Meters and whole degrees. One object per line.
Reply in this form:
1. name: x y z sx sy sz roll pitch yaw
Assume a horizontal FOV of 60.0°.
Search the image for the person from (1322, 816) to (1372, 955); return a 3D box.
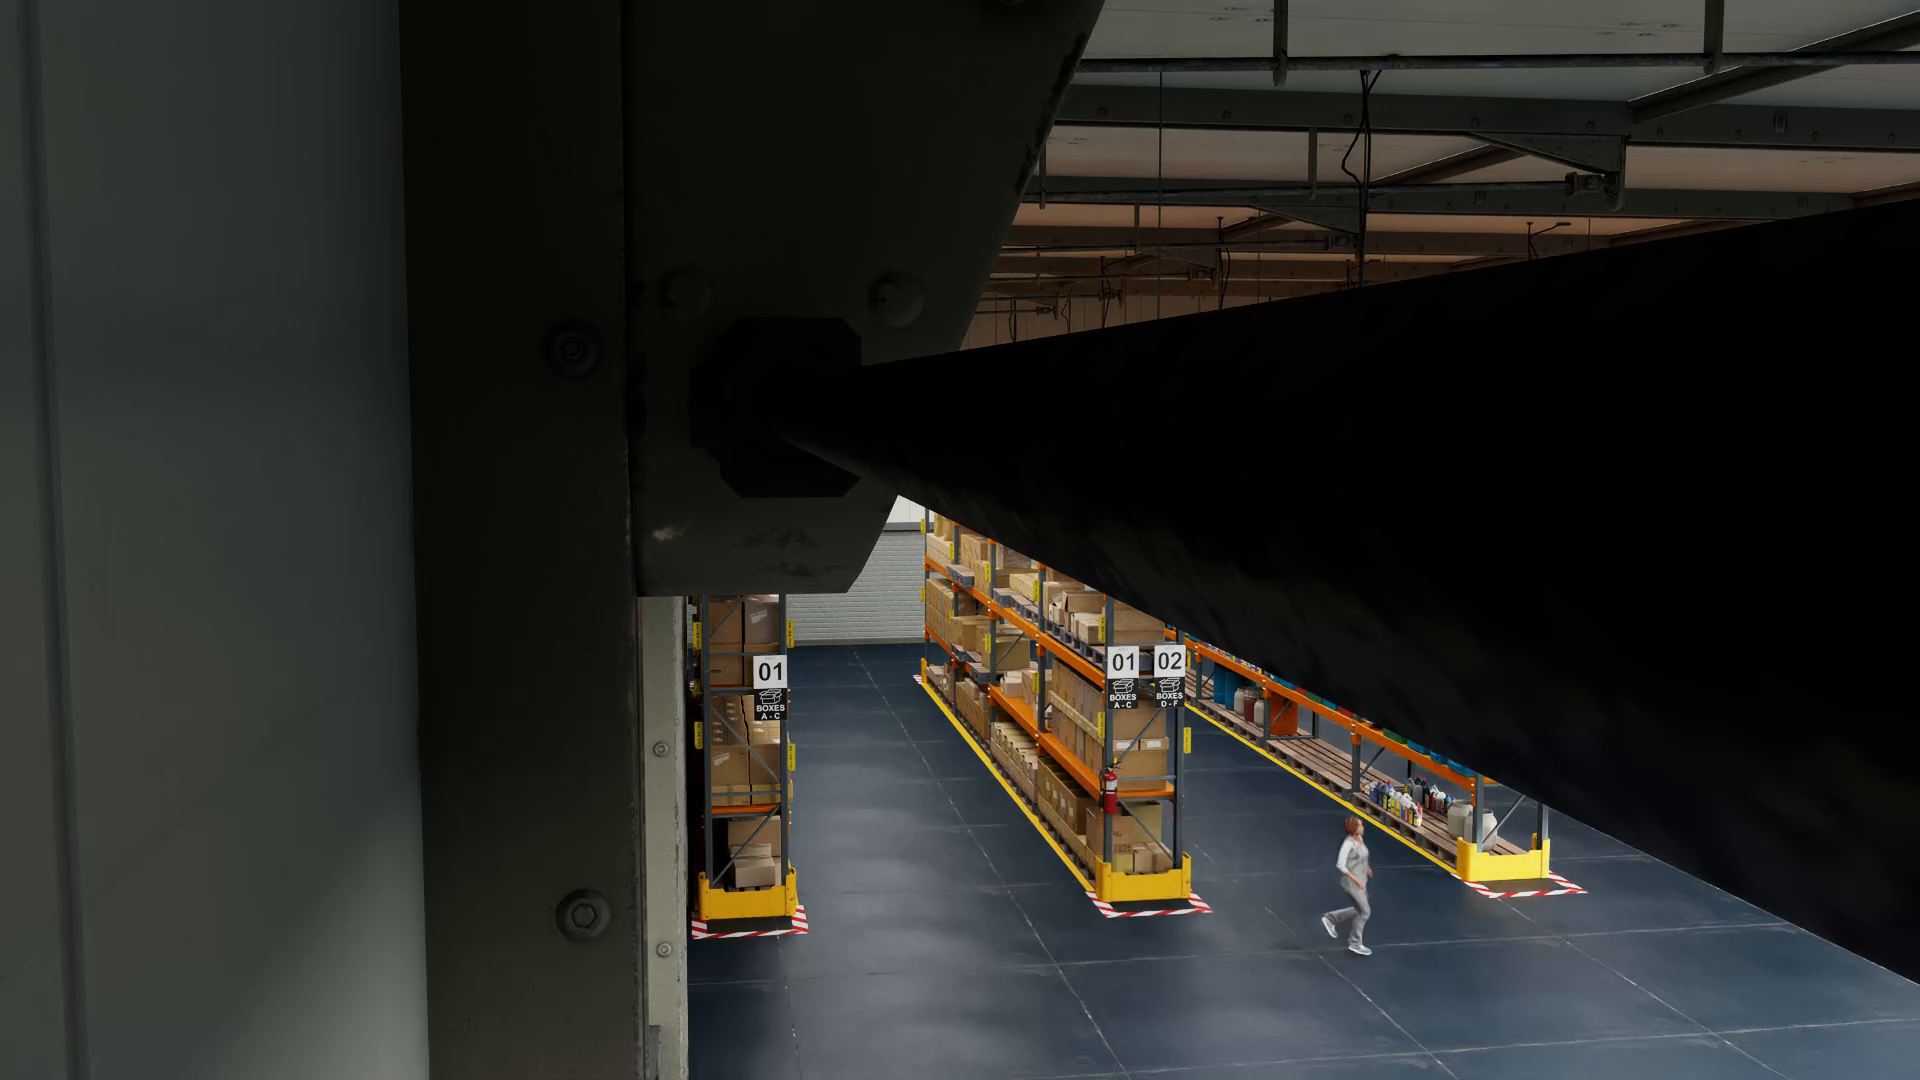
1. person: 4.405 3.900 18.882 0.579 1.577 0.535 2 6 26
